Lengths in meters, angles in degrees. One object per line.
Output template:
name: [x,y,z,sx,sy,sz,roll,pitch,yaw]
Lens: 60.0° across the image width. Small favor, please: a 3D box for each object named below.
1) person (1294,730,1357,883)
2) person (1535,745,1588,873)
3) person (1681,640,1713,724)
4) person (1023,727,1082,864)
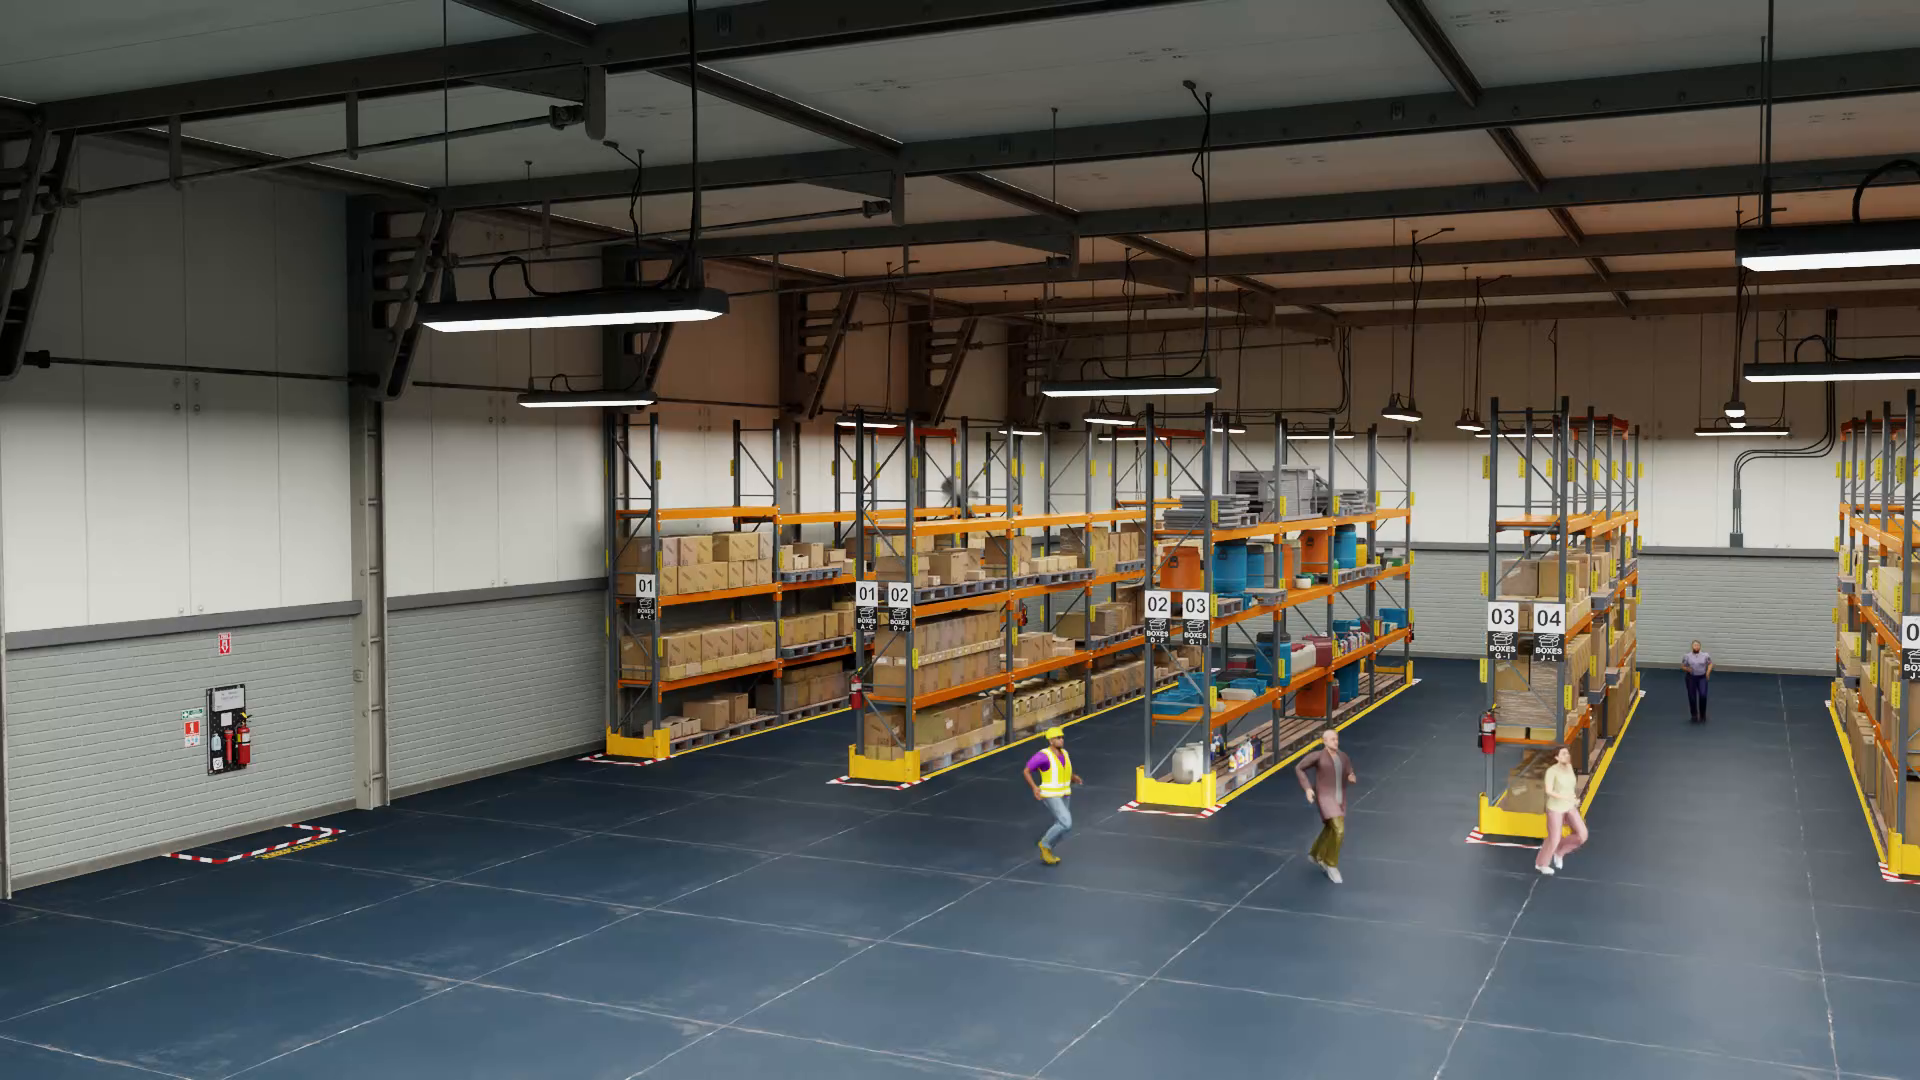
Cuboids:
person: [4.554,3.254,20.457,0.675,1.835,0.824,-2,3,-34]
person: [7.414,3.323,20.462,0.601,1.617,0.714,-1,3,-24]
person: [14.584,2.811,32.917,0.580,1.662,0.685,1,3,25]
person: [1.237,3.231,21.020,0.644,1.724,0.682,2,3,41]
